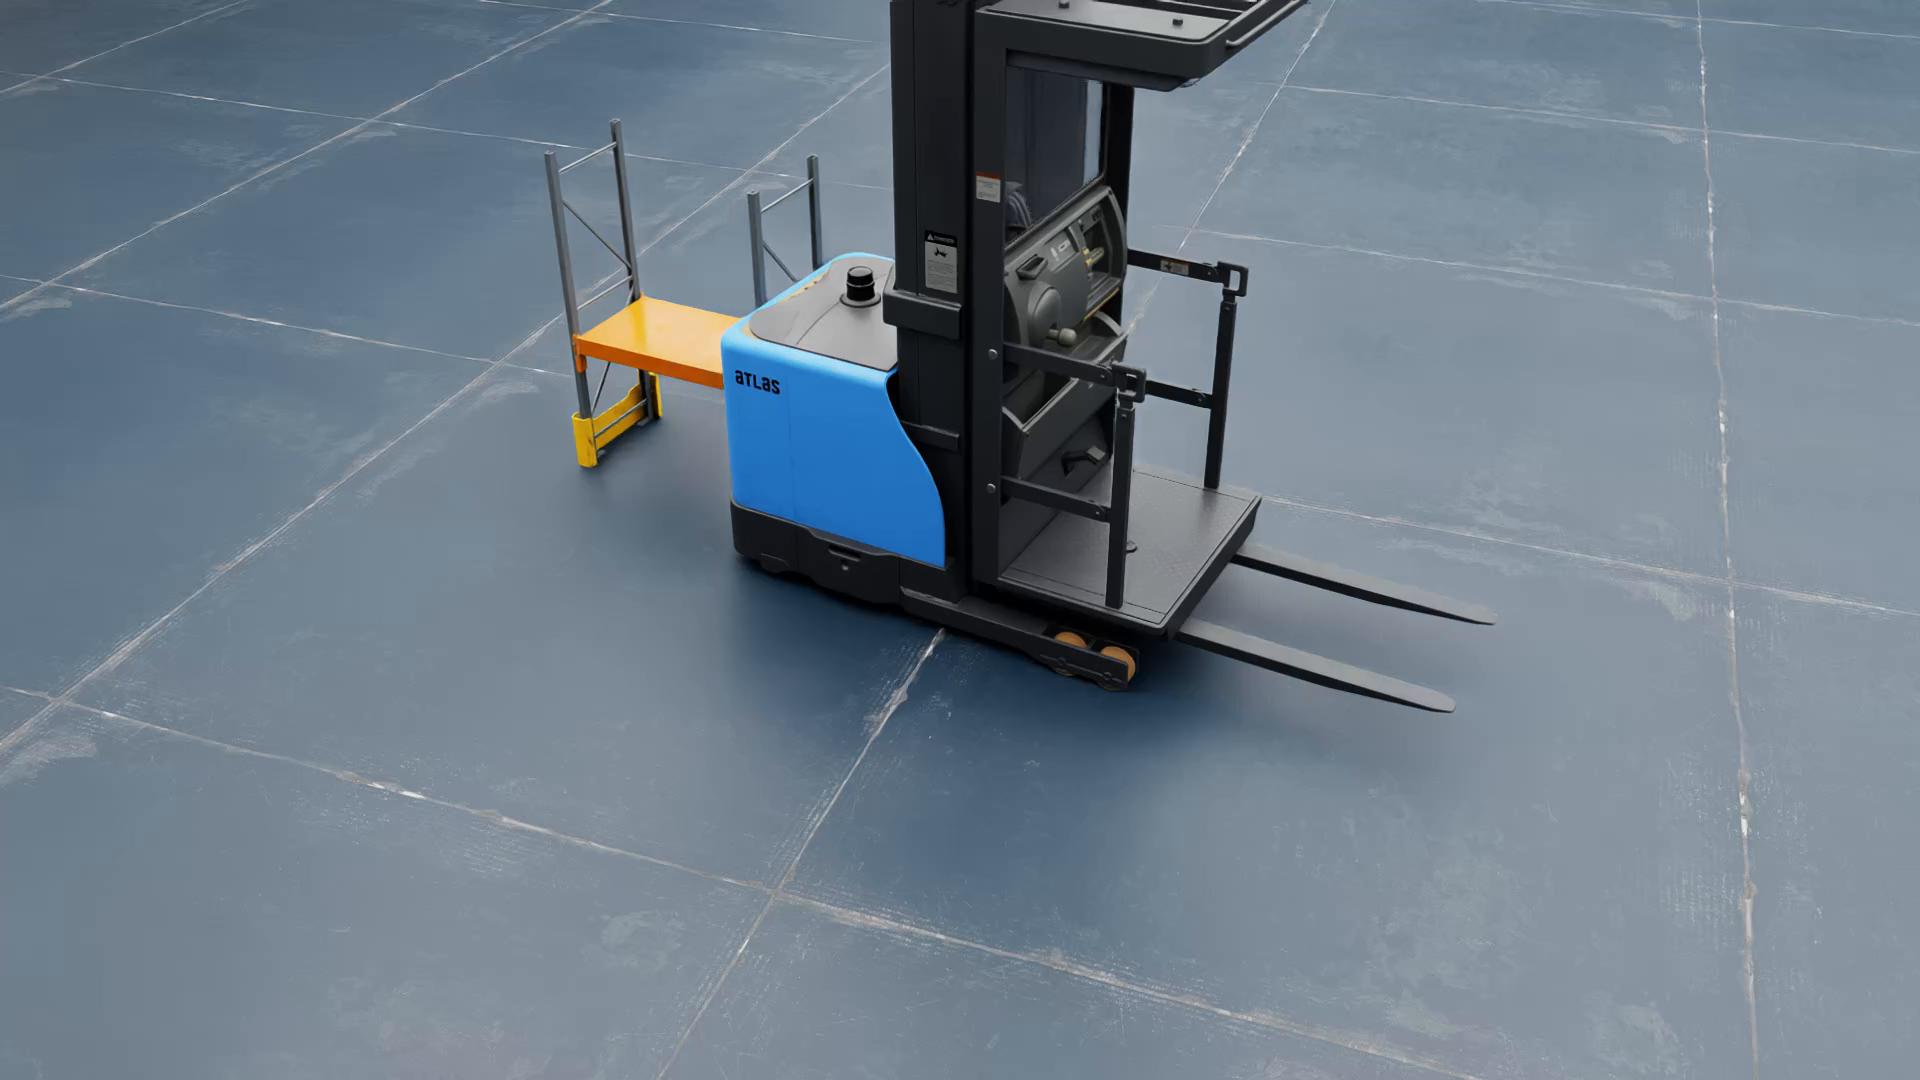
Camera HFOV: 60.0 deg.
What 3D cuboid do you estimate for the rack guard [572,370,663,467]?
[{"bbox_3d":[-1.629,-0.593,7.938,0.087,0.250,0.587,15,36,22],"label":"rack guard"}]

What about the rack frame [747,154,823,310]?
[{"bbox_3d":[-0.722,-0.870,7.215,0.032,1.500,0.500,15,36,22],"label":"rack frame"}]

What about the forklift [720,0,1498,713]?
[{"bbox_3d":[0.579,-0.987,6.076,3.031,2.935,1.130,17,36,24],"label":"forklift"}]

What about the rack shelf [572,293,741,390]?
[{"bbox_3d":[-1.176,-0.843,7.505,1.000,0.185,0.538,15,36,22],"label":"rack shelf"}]

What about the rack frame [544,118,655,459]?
[{"bbox_3d":[-1.630,-1.118,7.599,0.032,1.500,0.500,15,36,22],"label":"rack frame"}]

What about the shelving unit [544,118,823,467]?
[{"bbox_3d":[-1.184,-0.996,7.410,1.083,1.500,0.587,15,36,22],"label":"shelving unit"}]
